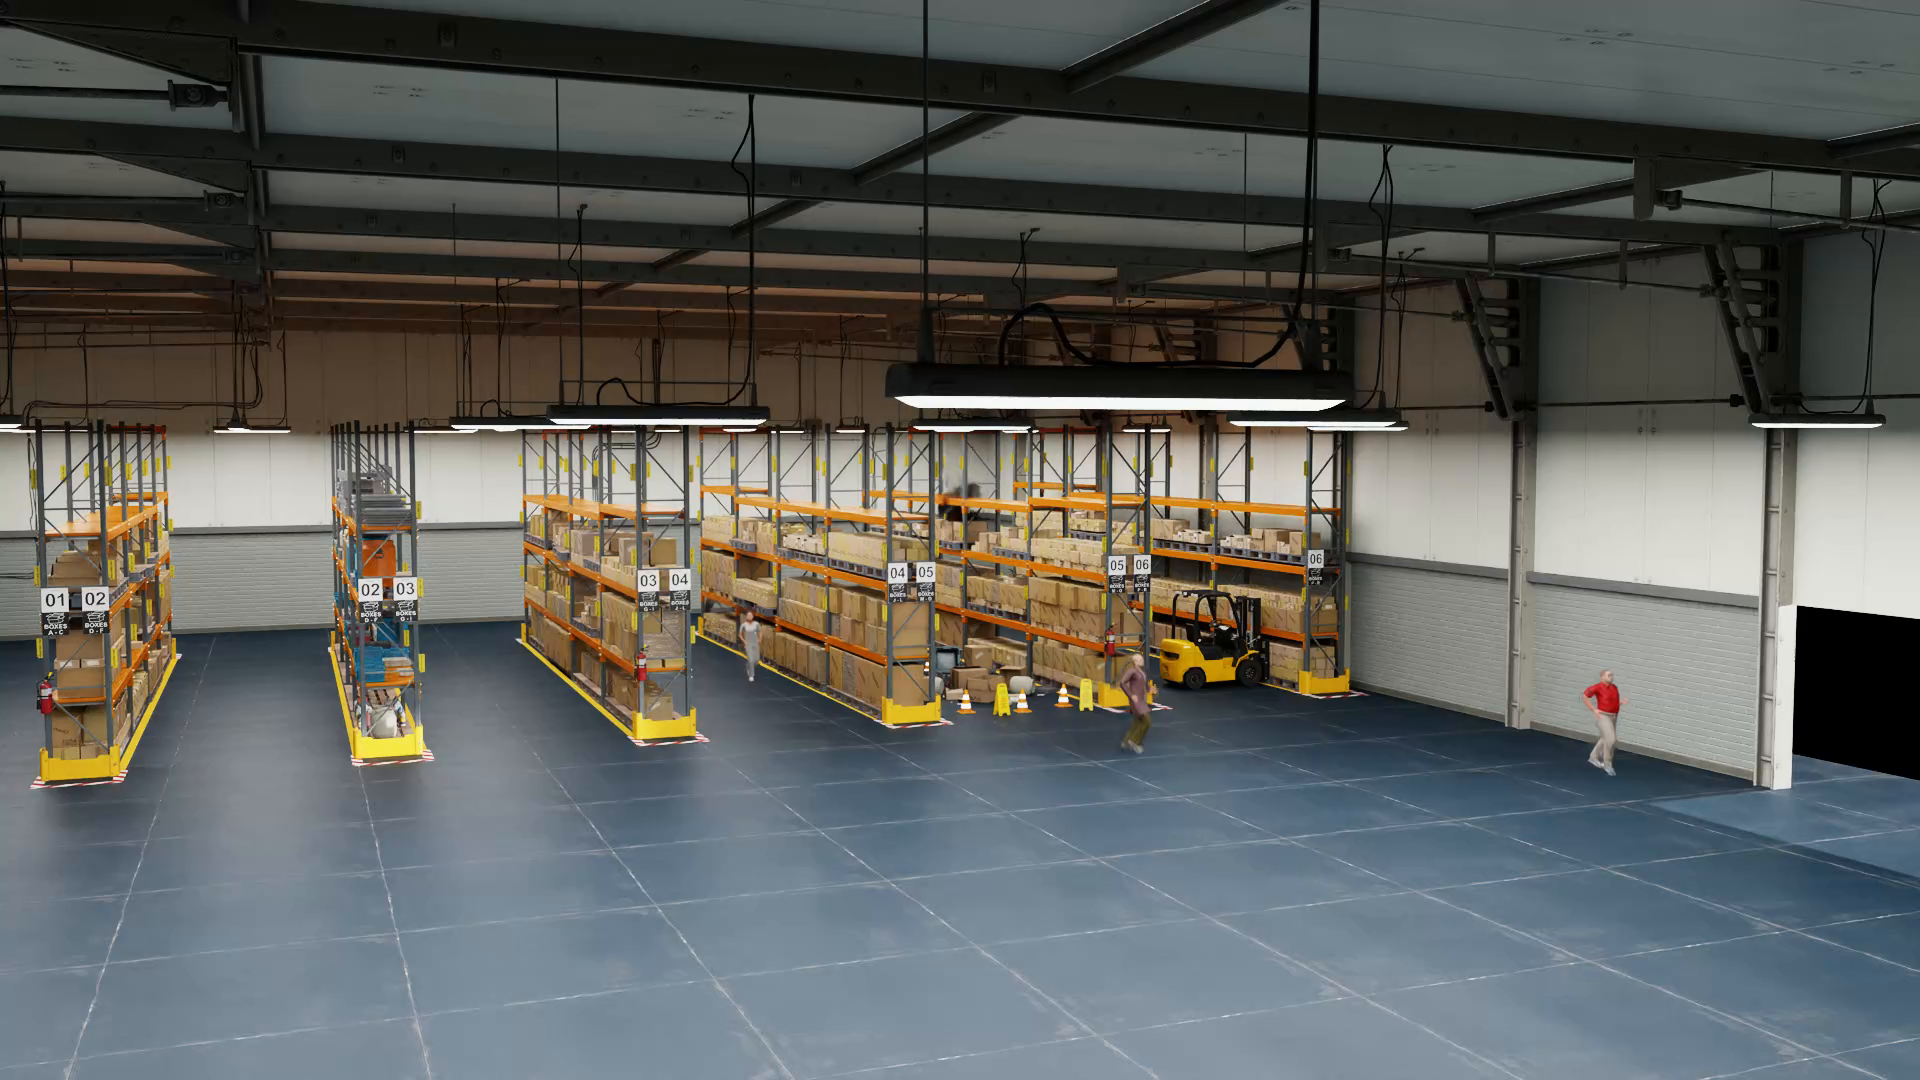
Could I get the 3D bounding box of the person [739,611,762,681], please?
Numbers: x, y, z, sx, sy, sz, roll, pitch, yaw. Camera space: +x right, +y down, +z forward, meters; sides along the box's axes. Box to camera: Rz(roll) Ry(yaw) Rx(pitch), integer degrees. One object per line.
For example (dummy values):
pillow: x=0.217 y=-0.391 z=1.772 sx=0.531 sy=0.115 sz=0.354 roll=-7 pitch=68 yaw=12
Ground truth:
person: x=-4.910 y=2.477 z=39.019 sx=0.567 sy=1.636 sz=0.547 roll=-1 pitch=4 yaw=-20

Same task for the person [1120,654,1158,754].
person: x=3.235 y=2.981 z=30.091 sx=0.687 sy=1.827 sz=0.687 roll=2 pitch=4 yaw=24

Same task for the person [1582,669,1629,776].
person: x=11.013 y=3.102 z=28.309 sx=0.639 sy=1.798 sz=0.731 roll=-2 pitch=4 yaw=-34

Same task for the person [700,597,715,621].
person: x=-7.497 y=1.837 z=49.497 sx=0.694 sy=1.577 sz=0.649 roll=0 pitch=4 yaw=6
